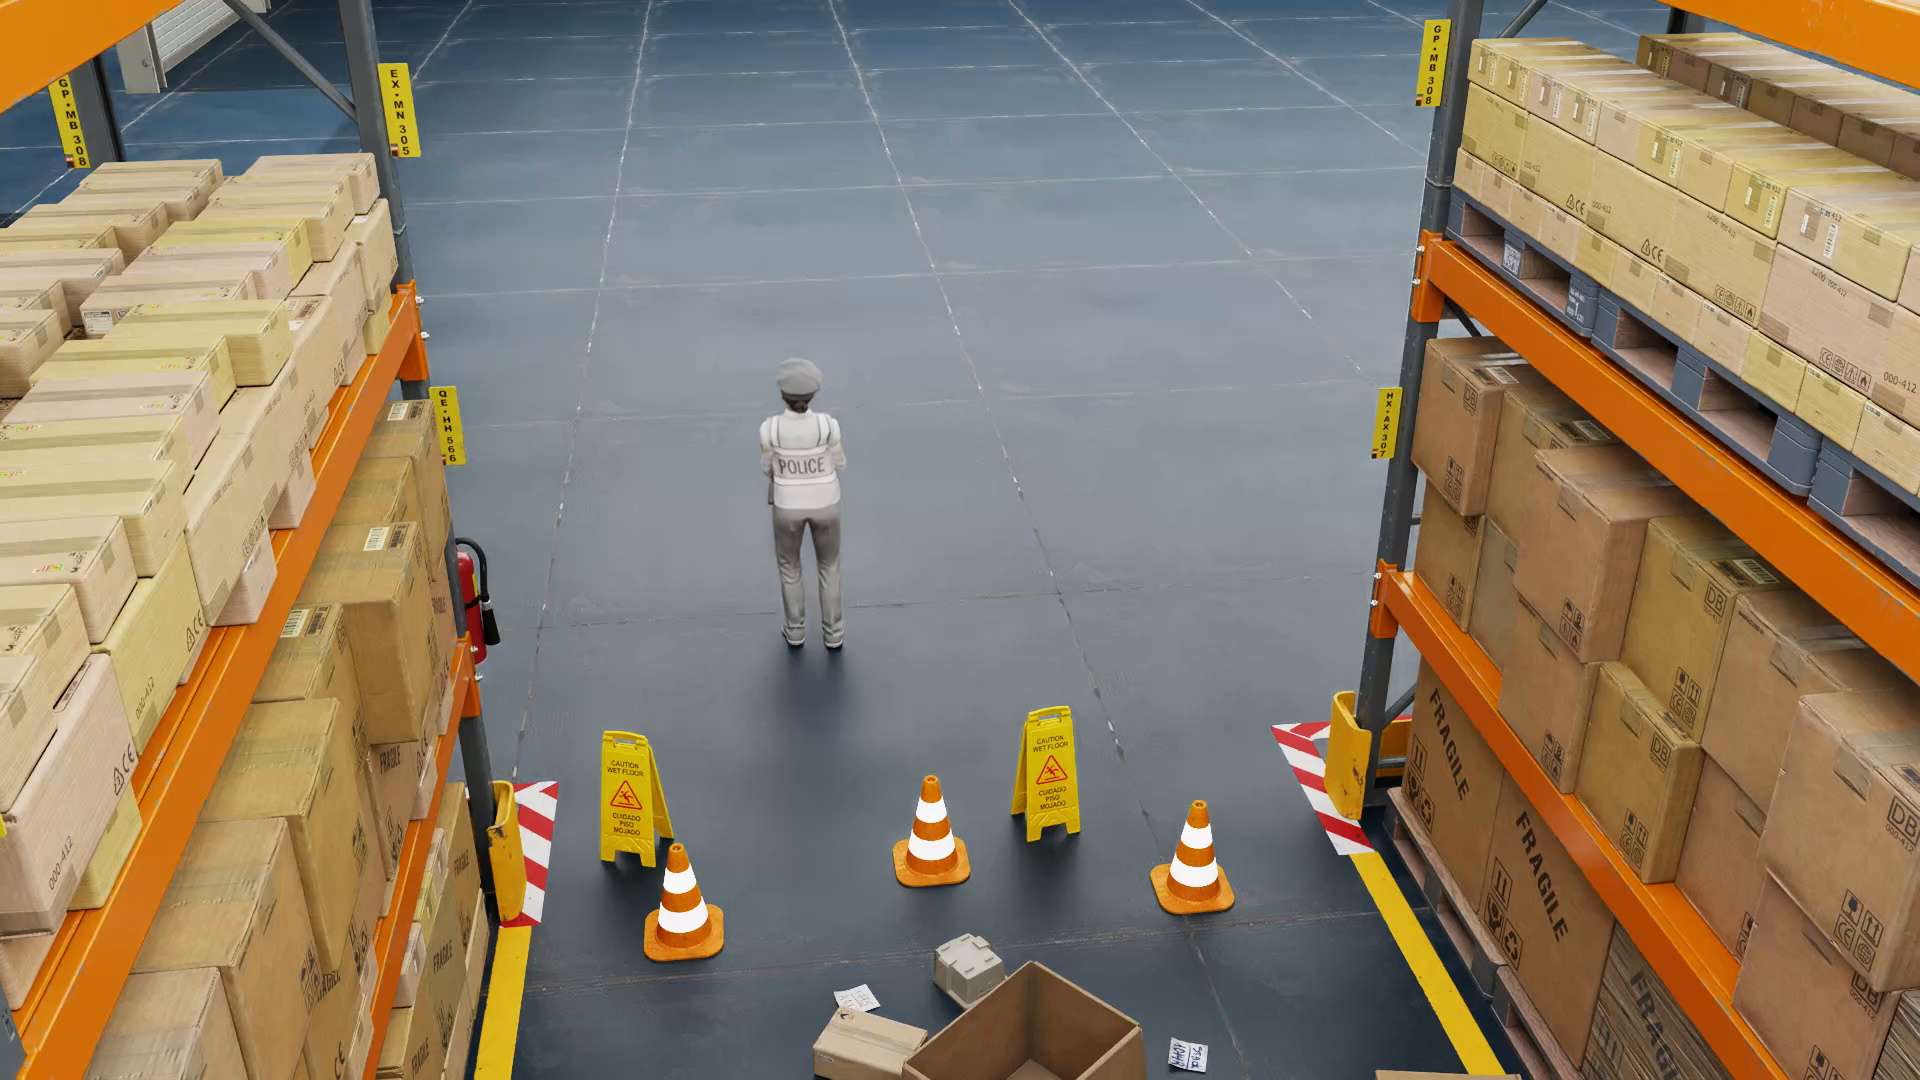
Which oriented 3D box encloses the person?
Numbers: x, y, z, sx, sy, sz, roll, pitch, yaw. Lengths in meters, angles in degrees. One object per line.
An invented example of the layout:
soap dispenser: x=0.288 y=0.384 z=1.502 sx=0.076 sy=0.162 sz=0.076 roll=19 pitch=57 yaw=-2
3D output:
person: x=-0.840 y=-0.213 z=9.007 sx=0.460 sy=1.690 sz=0.536 roll=-3 pitch=28 yaw=-7
